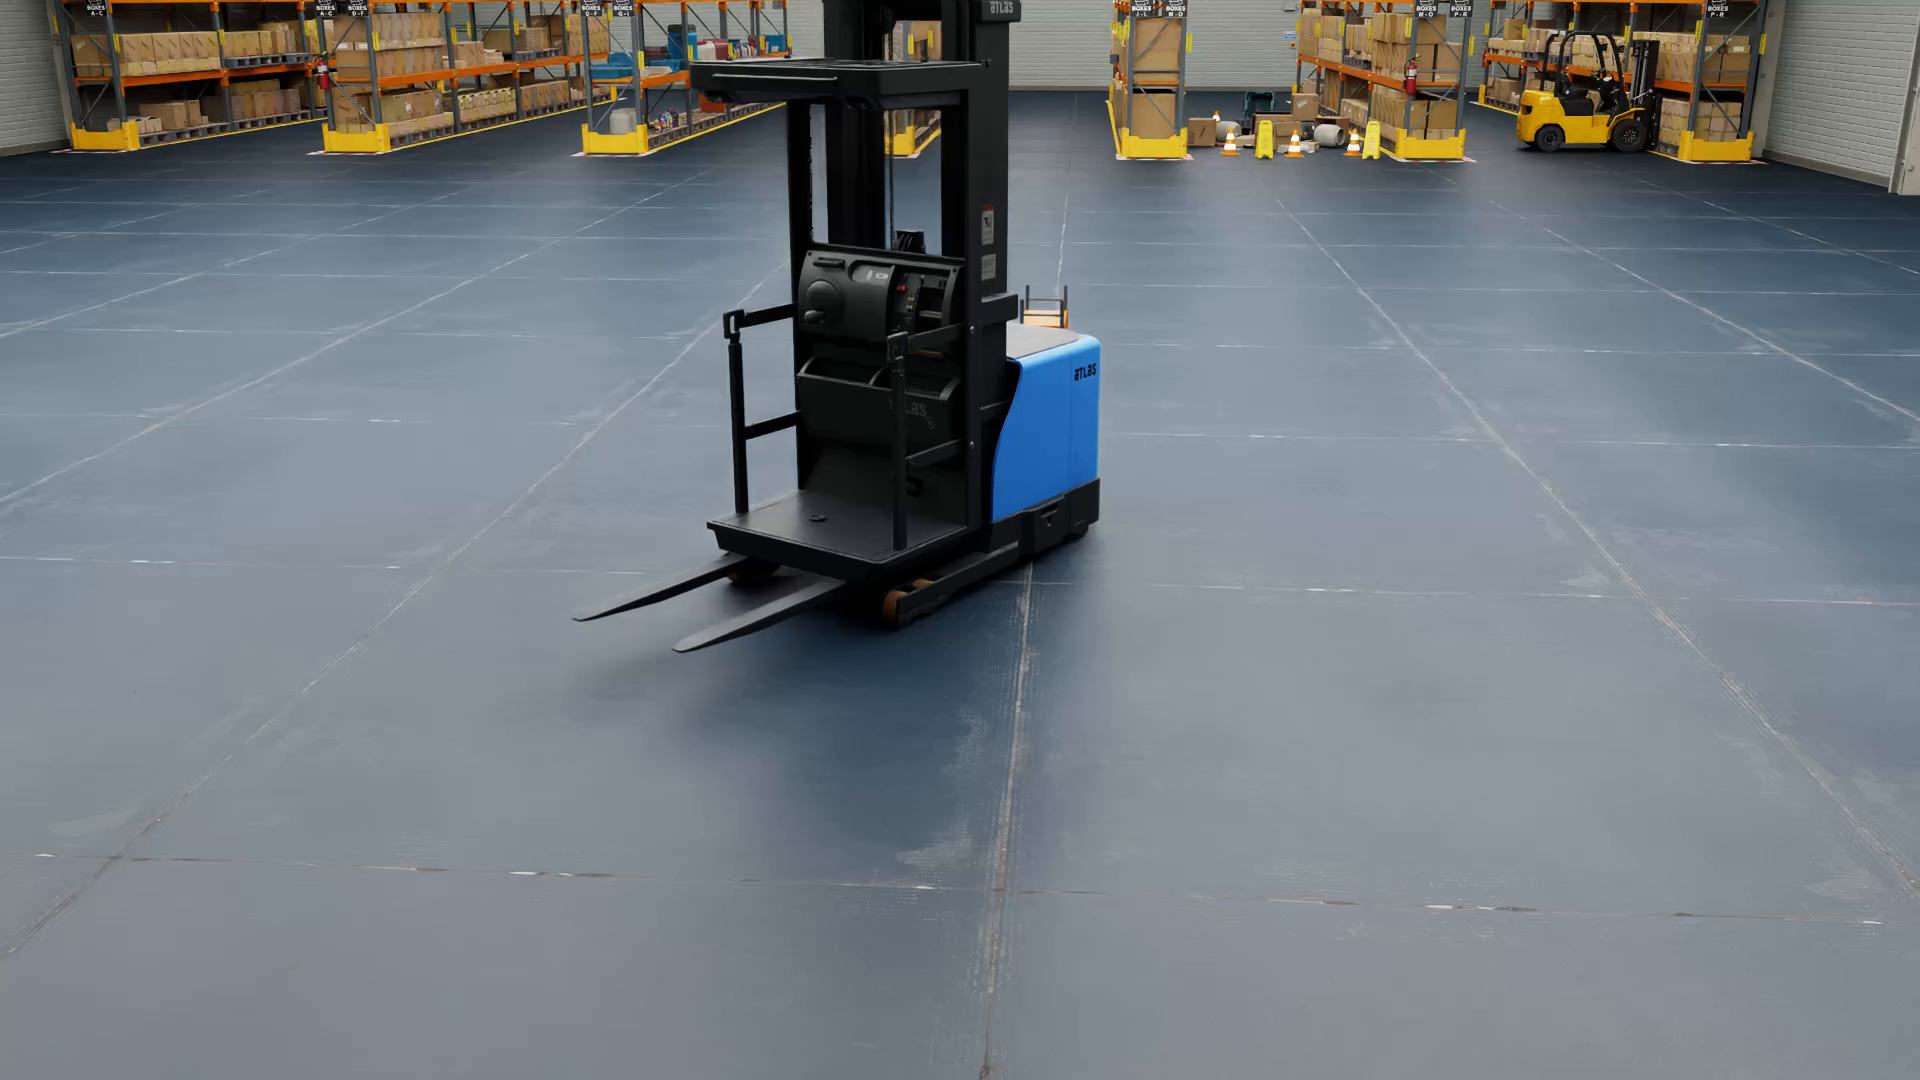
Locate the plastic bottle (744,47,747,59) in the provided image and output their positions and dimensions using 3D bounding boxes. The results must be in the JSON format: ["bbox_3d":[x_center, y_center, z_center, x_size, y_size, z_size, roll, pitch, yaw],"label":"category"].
[{"bbox_3d":[-5.281,-11.906,40.639,0.152,0.276,0.135,1,18,4],"label":"plastic bottle"}]

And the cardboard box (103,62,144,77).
[{"bbox_3d":[-15.903,-8.941,31.602,0.500,0.250,0.500,1,18,2],"label":"cardboard box"}]

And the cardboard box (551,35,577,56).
[{"bbox_3d":[-10.145,-12.676,42.630,0.500,0.500,0.500,2,18,5],"label":"cardboard box"}]

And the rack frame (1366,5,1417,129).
[{"bbox_3d":[8.738,-9.548,33.245,1.000,3.000,0.127,1,18,4],"label":"rack frame"}]

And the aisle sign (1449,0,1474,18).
[{"bbox_3d":[8.756,-9.515,28.969,0.394,0.787,0.004,1,18,4],"label":"aisle sign"}]

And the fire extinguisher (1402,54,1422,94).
[{"bbox_3d":[7.984,-8.244,29.388,0.296,0.674,0.183,1,18,4],"label":"fire extinguisher"}]

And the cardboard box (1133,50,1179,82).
[{"bbox_3d":[3.488,-8.572,30.026,0.875,0.550,0.550,1,18,4],"label":"cardboard box"}]

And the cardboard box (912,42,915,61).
[{"bbox_3d":[-1.324,-9.353,32.012,0.875,0.500,0.500,1,18,4],"label":"cardboard box"}]

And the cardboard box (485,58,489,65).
[{"bbox_3d":[-10.775,-10.717,37.216,0.380,0.149,0.250,3,18,8],"label":"cardboard box"}]

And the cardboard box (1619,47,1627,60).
[{"bbox_3d":[13.470,-9.763,33.338,0.500,0.250,0.500,1,18,3],"label":"cardboard box"}]

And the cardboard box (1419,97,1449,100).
[{"bbox_3d":[8.819,-7.969,30.963,0.500,0.500,0.500,1,18,2],"label":"cardboard box"}]

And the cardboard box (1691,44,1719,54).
[{"bbox_3d":[13.148,-8.666,29.350,0.380,0.149,0.250,2,18,5],"label":"cardboard box"}]

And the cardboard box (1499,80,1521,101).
[{"bbox_3d":[14.174,-11.563,42.733,0.500,0.500,0.500,2,18,5],"label":"cardboard box"}]

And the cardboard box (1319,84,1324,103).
[{"bbox_3d":[9.464,-11.207,41.749,0.875,0.438,0.875,1,18,3],"label":"cardboard box"}]

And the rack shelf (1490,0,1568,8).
[{"bbox_3d":[14.406,-13.628,42.033,1.077,0.370,4.000,1,18,4],"label":"rack shelf"}]

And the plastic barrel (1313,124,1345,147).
[{"bbox_3d":[7.089,-7.757,31.915,0.512,0.421,0.421,17,25,41],"label":"plastic barrel"}]

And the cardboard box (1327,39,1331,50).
[{"bbox_3d":[8.893,-11.593,38.923,0.500,0.250,0.500,1,18,2],"label":"cardboard box"}]

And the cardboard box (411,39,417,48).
[{"bbox_3d":[-10.941,-9.781,32.754,0.380,0.149,0.250,2,18,6],"label":"cardboard box"}]

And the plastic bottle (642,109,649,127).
[{"bbox_3d":[-6.414,-8.585,33.855,0.144,0.351,0.185,1,18,4],"label":"plastic bottle"}]

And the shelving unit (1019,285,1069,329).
[{"bbox_3d":[0.472,-0.813,9.478,0.258,1.200,0.503,2,18,6],"label":"shelving unit"}]

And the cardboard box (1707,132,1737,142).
[{"bbox_3d":[13.633,-7.237,29.934,0.500,0.250,0.500,1,18,4],"label":"cardboard box"}]

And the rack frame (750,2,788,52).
[{"bbox_3d":[-5.226,-13.607,45.631,1.000,3.000,0.127,1,18,4],"label":"rack frame"}]

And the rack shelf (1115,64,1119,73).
[{"bbox_3d":[4.224,-11.149,39.285,1.077,0.370,4.000,1,18,4],"label":"rack shelf"}]

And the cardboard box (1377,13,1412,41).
[{"bbox_3d":[8.369,-9.767,31.668,0.700,0.500,0.500,1,18,3],"label":"cardboard box"}]

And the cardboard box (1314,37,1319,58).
[{"bbox_3d":[9.090,-12.230,41.269,0.500,0.500,0.500,1,18,4],"label":"cardboard box"}]

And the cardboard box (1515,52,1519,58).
[{"bbox_3d":[14.025,-12.071,41.348,0.380,0.149,0.250,2,18,5],"label":"cardboard box"}]

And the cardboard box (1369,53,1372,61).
[{"bbox_3d":[8.500,-9.794,33.725,0.380,0.149,0.250,2,18,5],"label":"cardboard box"}]

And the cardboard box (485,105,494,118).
[{"bbox_3d":[-10.641,-9.482,36.784,0.500,0.250,0.500,2,18,5],"label":"cardboard box"}]

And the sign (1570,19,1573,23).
[{"bbox_3d":[14.817,-12.462,40.278,0.100,0.325,0.005,1,18,4],"label":"sign"}]

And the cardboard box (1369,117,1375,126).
[{"bbox_3d":[8.427,-8.264,33.067,0.500,0.250,0.500,0,18,1],"label":"cardboard box"}]

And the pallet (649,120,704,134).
[{"bbox_3d":[-6.069,-8.799,35.438,1.003,0.211,1.213,1,18,4],"label":"pallet"}]

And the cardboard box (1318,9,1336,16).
[{"bbox_3d":[9.016,-12.966,40.869,0.380,0.149,0.250,1,18,3],"label":"cardboard box"}]

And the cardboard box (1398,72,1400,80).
[{"bbox_3d":[8.212,-8.467,30.351,0.380,0.149,0.250,1,18,3],"label":"cardboard box"}]

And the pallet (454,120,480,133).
[{"bbox_3d":[-11.013,-8.896,35.733,1.003,0.211,1.213,1,18,4],"label":"pallet"}]

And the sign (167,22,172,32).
[{"bbox_3d":[-16.522,-10.662,34.786,0.100,0.325,0.005,1,18,4],"label":"sign"}]

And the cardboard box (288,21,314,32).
[{"bbox_3d":[-15.389,-12.042,38.982,0.500,0.250,0.500,2,18,5],"label":"cardboard box"}]

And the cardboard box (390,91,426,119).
[{"bbox_3d":[-10.943,-8.626,32.968,0.500,0.500,0.500,1,18,4],"label":"cardboard box"}]

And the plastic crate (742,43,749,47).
[{"bbox_3d":[-5.688,-12.984,43.904,0.416,0.233,0.300,1,18,4],"label":"plastic crate"}]

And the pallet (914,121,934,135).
[{"bbox_3d":[-1.092,-8.686,35.092,1.003,0.211,1.213,1,18,4],"label":"pallet"}]

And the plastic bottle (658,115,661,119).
[{"bbox_3d":[-6.004,-8.383,33.347,0.061,0.283,0.133,1,18,4],"label":"plastic bottle"}]

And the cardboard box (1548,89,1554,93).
[{"bbox_3d":[13.873,-10.146,38.411,0.500,0.500,0.500,2,18,6],"label":"cardboard box"}]

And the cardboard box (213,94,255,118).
[{"bbox_3d":[-15.945,-9.513,36.445,0.700,0.500,0.500,1,18,3],"label":"cardboard box"}]

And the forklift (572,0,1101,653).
[{"bbox_3d":[-0.518,-1.165,7.771,1.130,2.935,3.031,13,22,34],"label":"forklift"}]

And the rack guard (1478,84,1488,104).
[{"bbox_3d":[14.544,-11.954,44.601,1.175,0.500,0.348,1,18,4],"label":"rack guard"}]
